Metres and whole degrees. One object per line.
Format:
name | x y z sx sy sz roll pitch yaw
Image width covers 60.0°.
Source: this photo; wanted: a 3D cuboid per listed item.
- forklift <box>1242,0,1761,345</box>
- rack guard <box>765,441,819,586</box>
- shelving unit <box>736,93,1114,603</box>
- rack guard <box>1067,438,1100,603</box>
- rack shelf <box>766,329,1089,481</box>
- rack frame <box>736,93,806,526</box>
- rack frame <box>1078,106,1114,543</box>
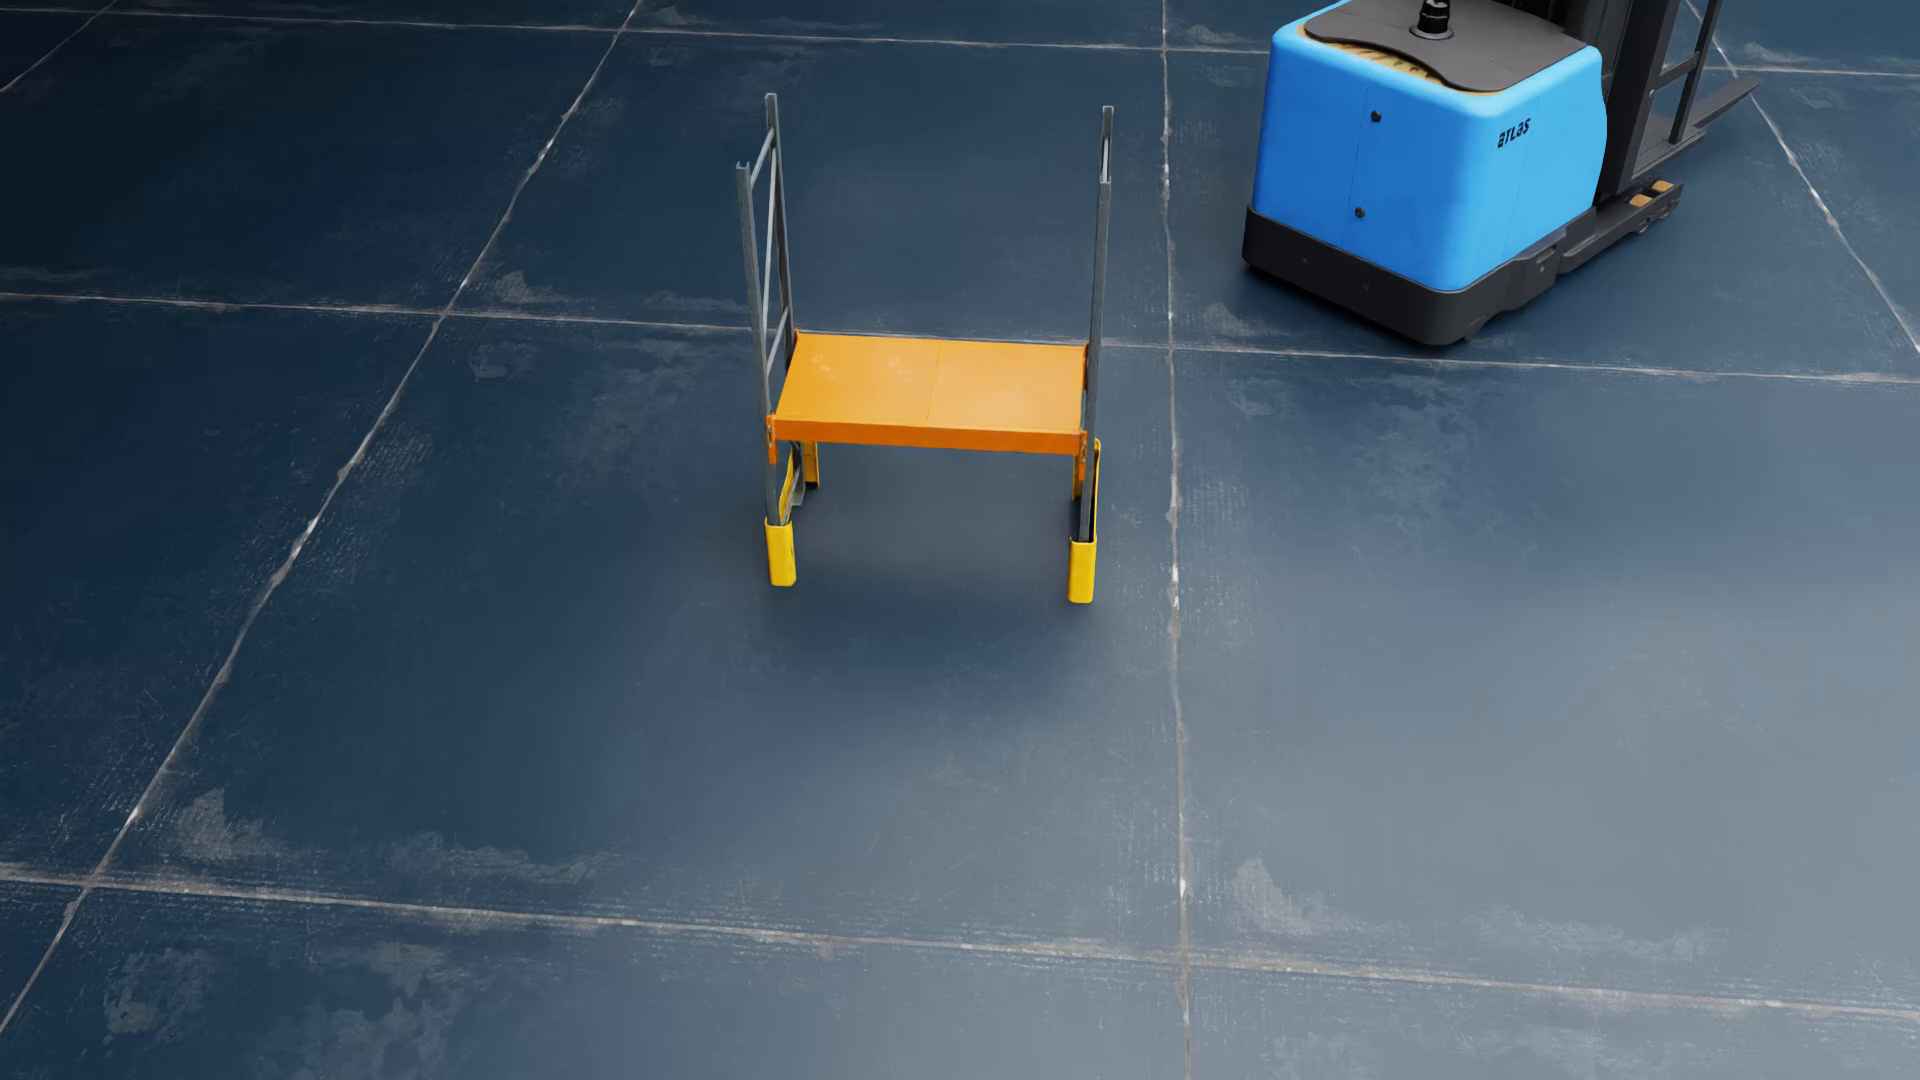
forklift | 2.621 -2.723 6.773 3.031 2.935 1.130 -31 48 -32
rack guard | -0.572 -0.128 5.710 0.087 0.250 0.587 3 39 4
shelving unit | -0.076 -0.586 5.282 1.083 1.500 0.587 3 39 4
rack guard | 0.420 -0.074 5.643 0.087 0.250 0.587 3 39 4
rack shelf | -0.085 -0.447 5.396 1.000 0.185 0.538 3 39 4
rack frame | -0.591 -0.614 5.316 0.032 1.500 0.500 3 39 4
rack frame | 0.421 -0.559 5.248 0.032 1.500 0.500 3 39 4
